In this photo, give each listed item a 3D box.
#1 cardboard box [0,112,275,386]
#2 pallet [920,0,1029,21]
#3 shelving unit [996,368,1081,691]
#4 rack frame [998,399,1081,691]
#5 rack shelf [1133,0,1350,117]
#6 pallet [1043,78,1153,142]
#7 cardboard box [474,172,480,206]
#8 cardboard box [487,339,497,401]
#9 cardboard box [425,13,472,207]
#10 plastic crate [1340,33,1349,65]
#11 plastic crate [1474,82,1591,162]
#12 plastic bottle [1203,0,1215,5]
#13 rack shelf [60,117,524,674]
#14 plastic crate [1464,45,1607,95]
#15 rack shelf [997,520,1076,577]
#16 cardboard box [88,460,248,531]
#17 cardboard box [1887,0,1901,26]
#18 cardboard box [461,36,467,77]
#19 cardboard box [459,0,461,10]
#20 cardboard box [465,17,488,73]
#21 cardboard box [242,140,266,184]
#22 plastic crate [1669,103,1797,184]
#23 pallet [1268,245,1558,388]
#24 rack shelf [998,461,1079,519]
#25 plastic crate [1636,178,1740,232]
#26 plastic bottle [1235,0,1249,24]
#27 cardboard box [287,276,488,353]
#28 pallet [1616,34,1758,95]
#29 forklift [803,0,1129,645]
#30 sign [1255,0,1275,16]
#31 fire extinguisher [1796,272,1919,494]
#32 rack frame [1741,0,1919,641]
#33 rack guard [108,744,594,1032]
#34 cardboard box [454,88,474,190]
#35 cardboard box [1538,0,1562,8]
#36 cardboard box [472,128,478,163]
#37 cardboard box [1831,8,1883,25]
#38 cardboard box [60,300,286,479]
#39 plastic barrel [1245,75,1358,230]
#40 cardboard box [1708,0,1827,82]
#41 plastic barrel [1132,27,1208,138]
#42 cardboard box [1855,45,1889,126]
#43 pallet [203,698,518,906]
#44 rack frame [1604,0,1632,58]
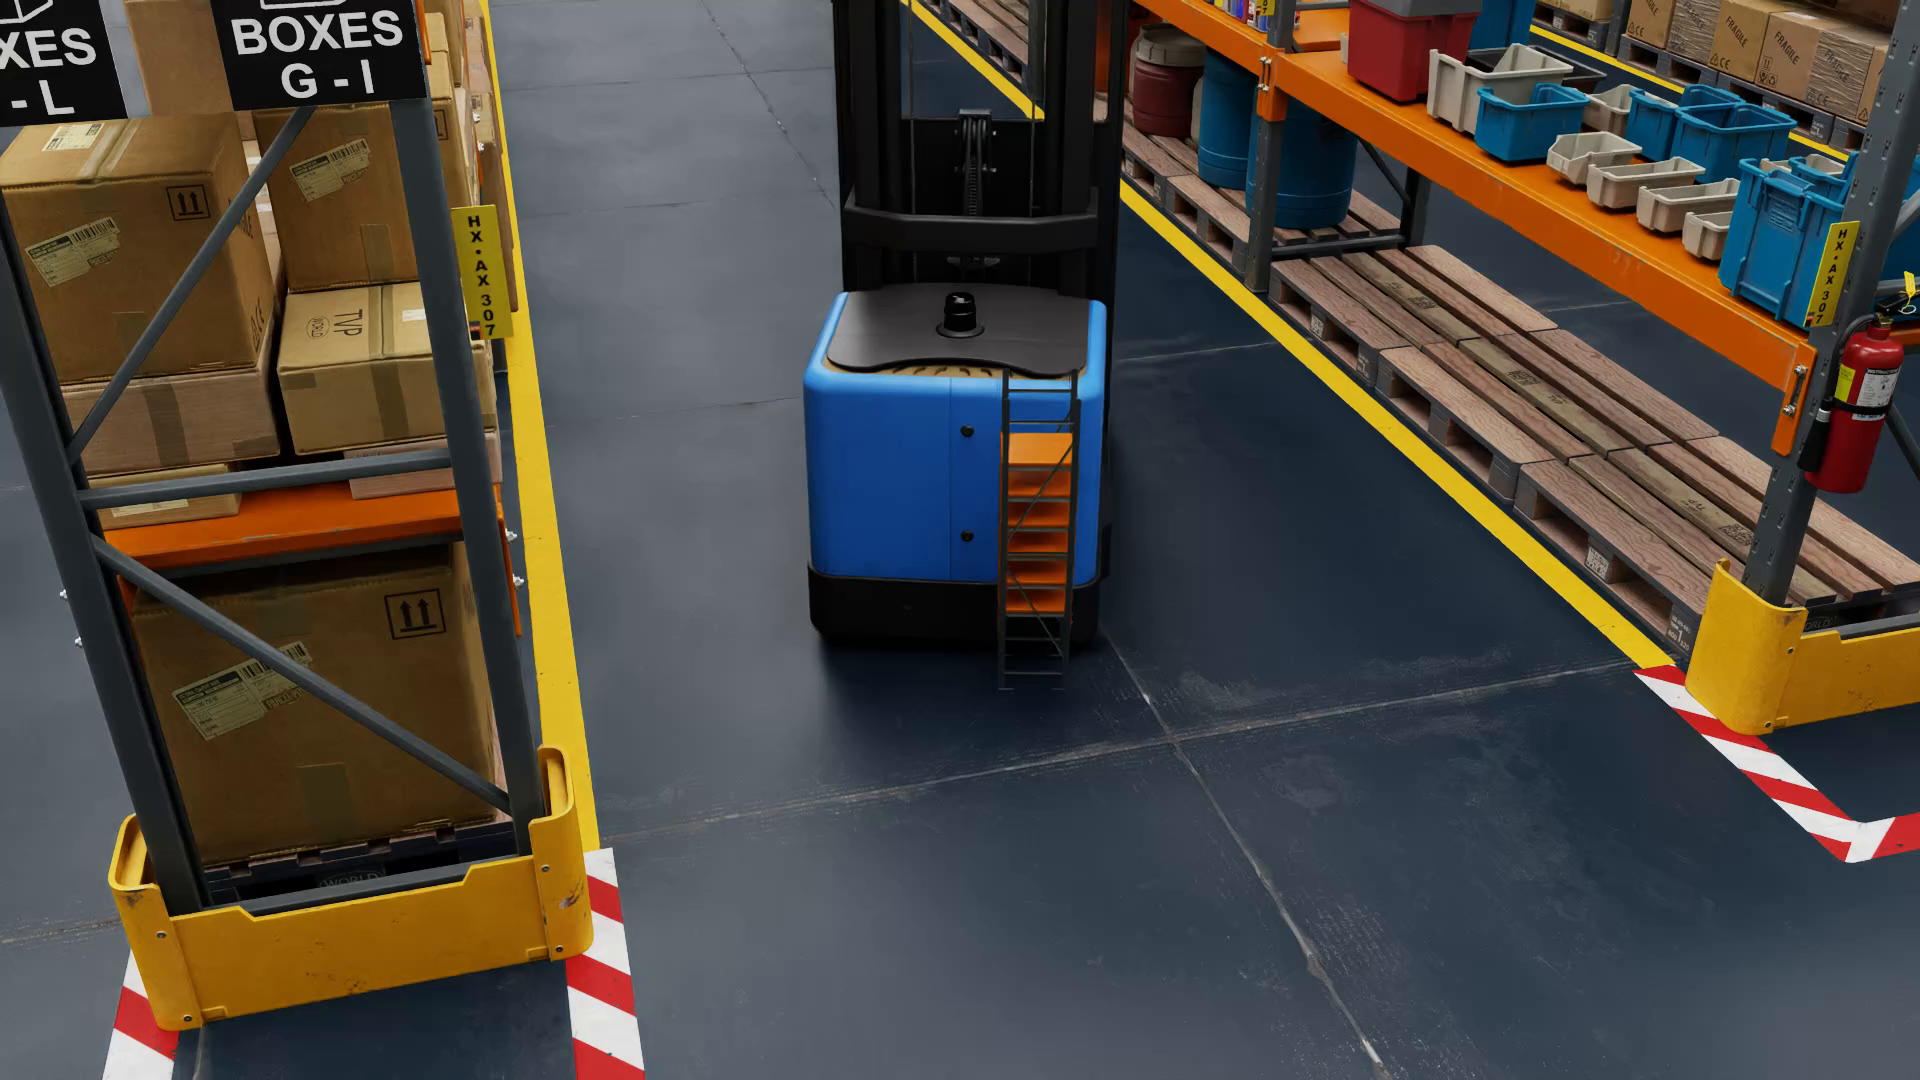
[{"bbox_3d":[-2.034,-0.731,4.122,0.500,0.500,0.500,-7,31,-13],"label":"cardboard box"},{"bbox_3d":[0.185,-5.015,15.204,1.003,0.211,1.213,-8,31,-13],"label":"pallet"},{"bbox_3d":[0.255,-0.007,5.550,0.258,1.200,0.189,0,37,0],"label":"shelving unit"},{"bbox_3d":[0.254,0.048,5.477,0.240,1.200,0.006,0,37,0],"label":"rack frame"},{"bbox_3d":[1.531,-3.387,10.325,1.077,0.370,4.000,-8,31,-13],"label":"rack shelf"},{"bbox_3d":[1.250,-3.082,11.864,1.003,0.211,1.213,-8,31,-13],"label":"pallet"},{"bbox_3d":[-1.975,-1.241,6.150,0.380,0.149,0.250,-8,31,-14],"label":"cardboard box"},{"bbox_3d":[-1.565,-0.496,4.863,0.380,0.149,0.250,-9,31,-14],"label":"cardboard box"},{"bbox_3d":[-1.794,-1.289,5.087,0.500,0.500,0.500,-9,31,-15],"label":"cardboard box"},{"bbox_3d":[2.048,-2.400,8.106,0.396,0.136,0.243,-8,31,-13],"label":"plastic crate"},{"bbox_3d":[2.332,-1.712,6.820,0.416,0.233,0.300,-8,31,-13],"label":"plastic crate"},{"bbox_3d":[1.454,-3.201,9.335,0.144,0.351,0.185,-8,31,-13],"label":"plastic bottle"},{"bbox_3d":[-2.182,-0.796,5.850,1.077,0.370,4.000,-8,31,-13],"label":"rack shelf"},{"bbox_3d":[2.618,-2.134,7.658,0.437,0.125,0.590,-8,31,-13],"label":"plastic crate"},{"bbox_3d":[0.255,0.028,5.576,0.258,0.103,0.180,0,37,0],"label":"rack shelf"},{"bbox_3d":[-2.063,-0.161,4.285,0.380,0.149,0.250,-7,31,-12],"label":"cardboard box"},{"bbox_3d":[6.680,-3.571,11.233,0.500,0.250,0.500,-8,31,-13],"label":"cardboard box"},{"bbox_3d":[-2.594,-2.372,7.755,0.500,0.500,0.500,-8,31,-13],"label":"cardboard box"},{"bbox_3d":[-3.003,-3.106,9.022,0.500,0.500,0.500,-7,31,-12],"label":"cardboard box"},{"bbox_3d":[-3.382,-2.500,9.777,1.225,0.875,0.875,-8,31,-13],"label":"cardboard box"},{"bbox_3d":[-2.447,-1.146,5.589,0.500,0.250,0.500,-8,31,-13],"label":"cardboard box"},{"bbox_3d":[3.026,-1.553,6.546,0.416,0.233,0.300,-8,31,-13],"label":"plastic crate"},{"bbox_3d":[2.295,-1.175,8.570,1.003,0.211,1.213,-8,31,-13],"label":"pallet"},{"bbox_3d":[0.255,-0.164,5.433,0.258,0.103,0.180,0,37,0],"label":"rack shelf"},{"bbox_3d":[2.670,-1.224,6.074,0.396,0.136,0.243,-8,31,-13],"label":"plastic crate"},{"bbox_3d":[1.541,-2.935,8.943,0.061,0.283,0.133,-8,31,-13],"label":"plastic bottle"},{"bbox_3d":[-1.663,-0.724,4.859,0.500,0.250,0.500,-8,31,-14],"label":"cardboard box"},{"bbox_3d":[5.939,-3.749,13.016,1.003,0.211,1.213,-8,31,-13],"label":"pallet"},{"bbox_3d":[0.098,-1.604,6.596,1.130,2.935,3.031,3,30,4],"label":"forklift"},{"bbox_3d":[1.531,-2.780,8.282,0.100,0.325,0.005,-8,31,-13],"label":"sign"},{"bbox_3d":[2.726,-0.472,5.021,0.296,0.674,0.183,-8,31,-13],"label":"fire extinguisher"},{"bbox_3d":[3.124,-0.800,5.138,1.000,3.000,0.127,-8,31,-13],"label":"rack frame"},{"bbox_3d":[-1.645,0.952,4.607,1.175,0.500,0.348,-8,31,-13],"label":"rack guard"},{"bbox_3d":[-2.067,-1.463,6.136,0.500,0.250,0.500,-7,31,-12],"label":"cardboard box"},{"bbox_3d":[5.262,-4.783,14.345,0.500,0.250,0.500,-8,31,-14],"label":"cardboard box"},{"bbox_3d":[-2.180,-1.613,6.793,0.380,0.149,0.250,-8,31,-14],"label":"cardboard box"},{"bbox_3d":[6.534,-3.506,11.870,0.500,0.500,0.500,-9,31,-15],"label":"cardboard box"},{"bbox_3d":[-2.036,-0.404,4.307,0.500,0.250,0.500,-8,31,-14],"label":"cardboard box"},{"bbox_3d":[1.934,-2.271,9.355,0.600,0.901,0.708,-8,31,-13],"label":"plastic barrel"},{"bbox_3d":[5.895,-3.677,12.164,0.500,0.500,0.500,-8,31,-14],"label":"cardboard box"},{"bbox_3d":[1.447,-3.023,10.966,0.600,0.588,0.708,-8,31,-13],"label":"plastic barrel"},{"bbox_3d":[6.309,-2.938,10.887,0.500,0.500,0.500,-8,31,-13],"label":"cardboard box"},{"bbox_3d":[-1.939,0.689,5.348,1.003,0.211,1.213,-8,31,-13],"label":"pallet"},{"bbox_3d":[5.777,-5.321,12.949,1.000,3.000,0.127,-8,31,-13],"label":"rack frame"}]
